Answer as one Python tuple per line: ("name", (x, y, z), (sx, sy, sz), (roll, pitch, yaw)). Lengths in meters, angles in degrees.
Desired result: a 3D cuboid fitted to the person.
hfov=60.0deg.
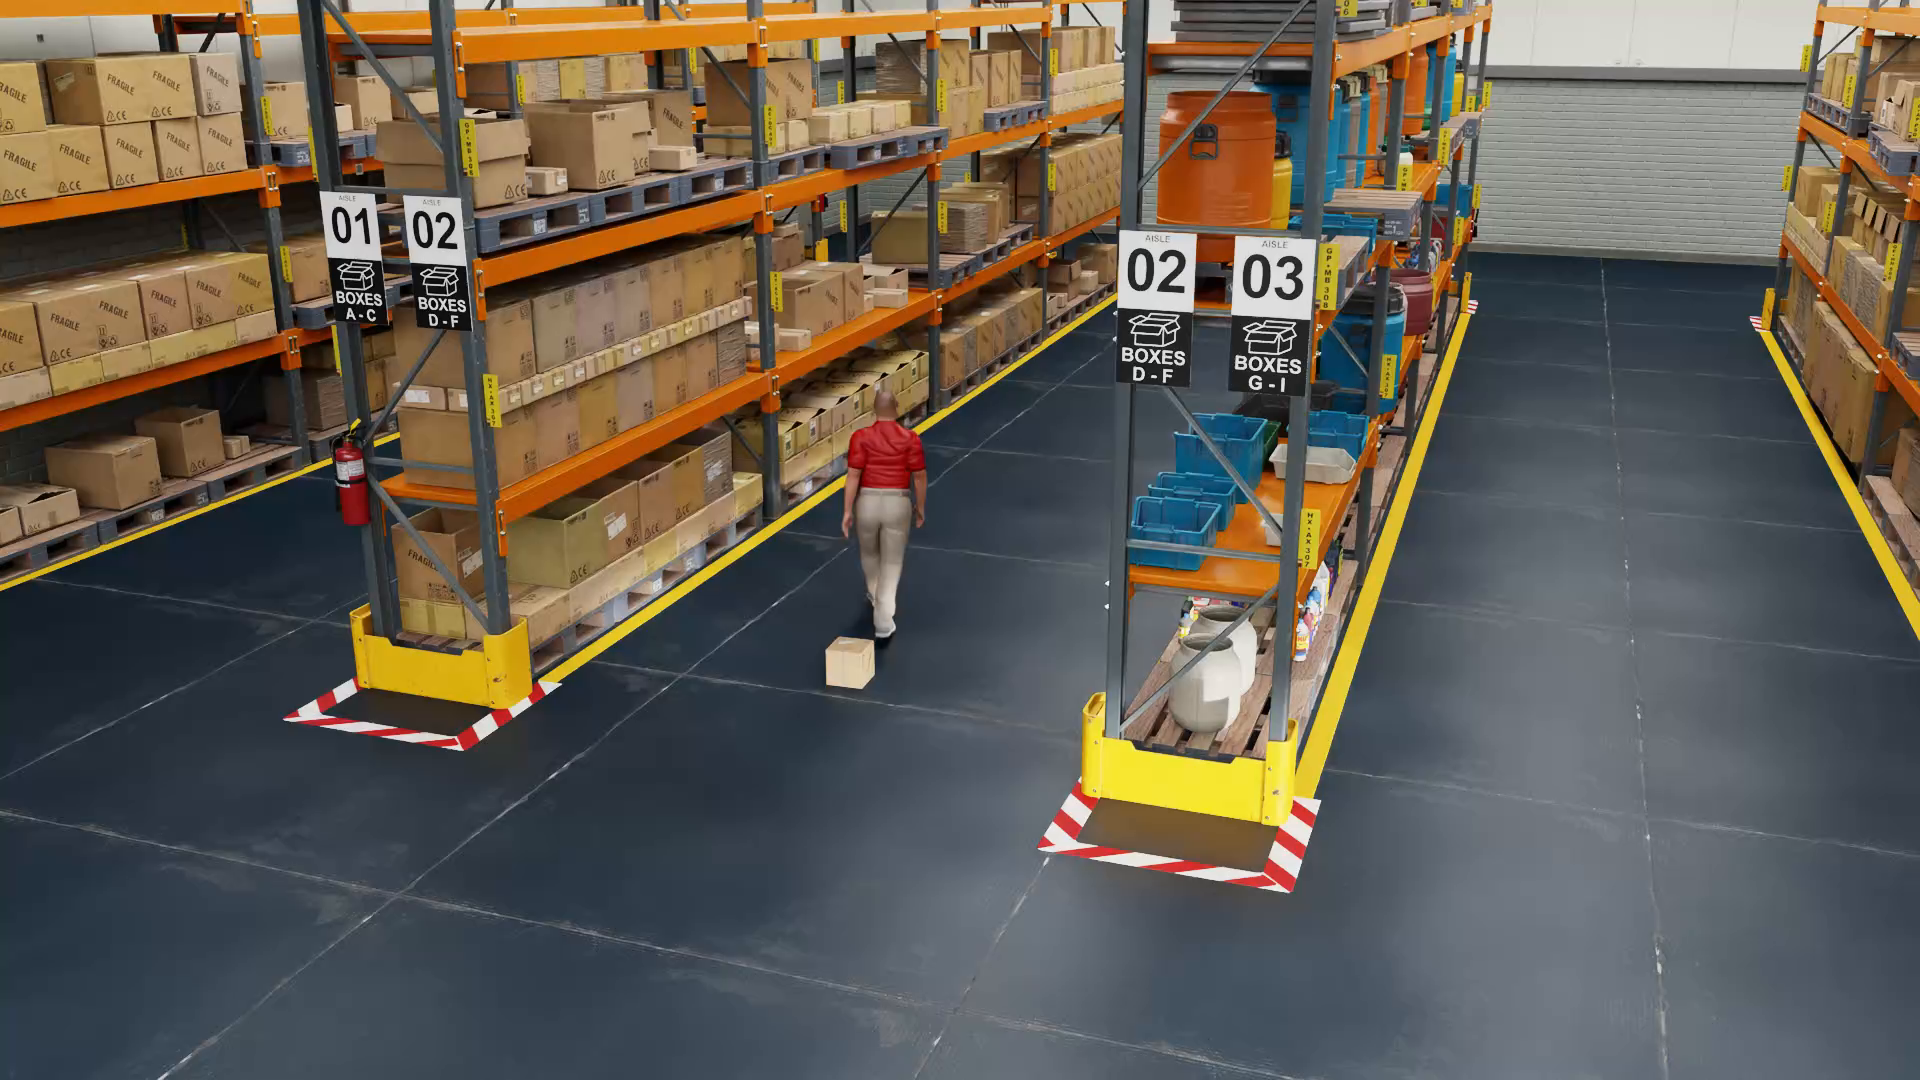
("person", (-0.516, -0.237, 11.774), (0.570, 1.664, 0.979), (2, 19, 7))
